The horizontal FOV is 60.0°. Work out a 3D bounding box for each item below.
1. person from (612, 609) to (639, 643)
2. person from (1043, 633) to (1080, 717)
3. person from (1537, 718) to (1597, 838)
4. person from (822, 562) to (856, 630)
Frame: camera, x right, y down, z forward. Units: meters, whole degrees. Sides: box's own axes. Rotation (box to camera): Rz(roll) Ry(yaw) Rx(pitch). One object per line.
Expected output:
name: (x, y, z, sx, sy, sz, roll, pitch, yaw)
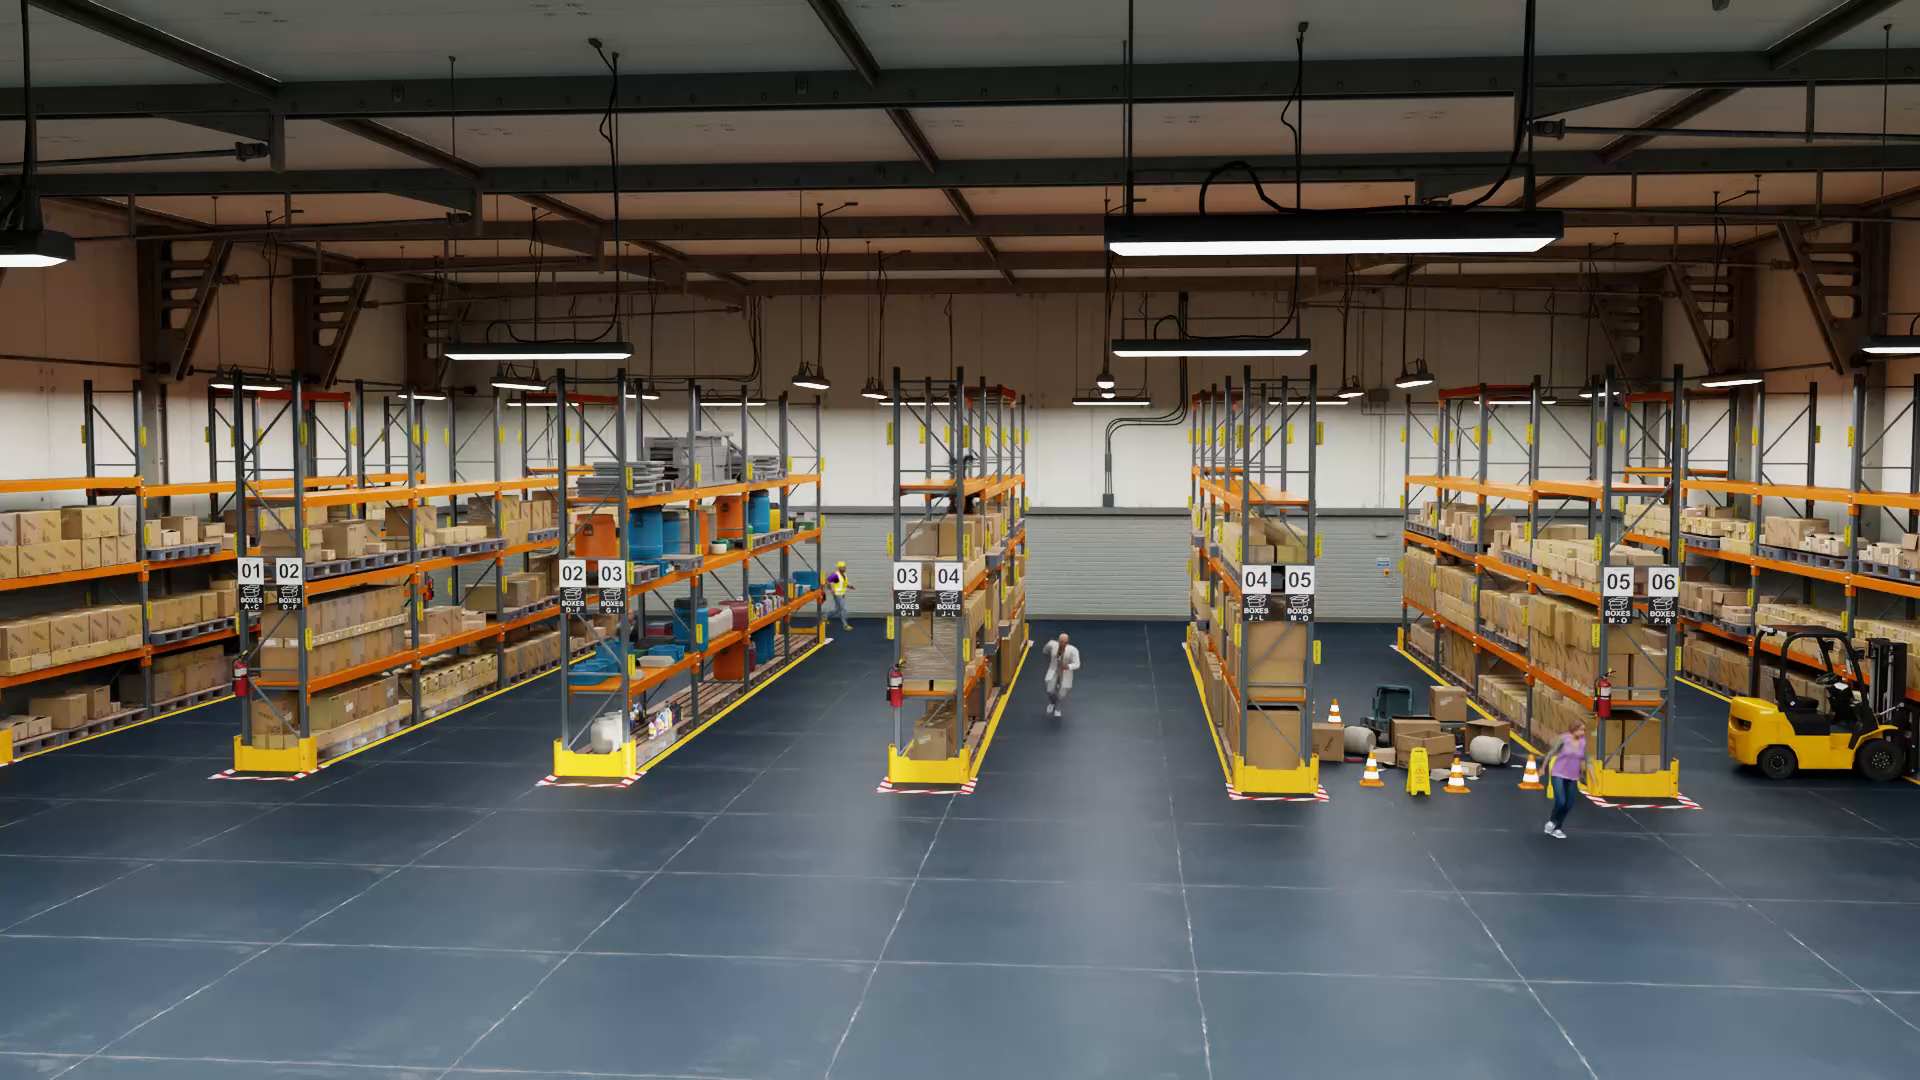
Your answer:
person: (-6.412, 2.174, 32.323, 0.674, 1.677, 0.622, 0, 4, -8)
person: (1.779, 2.389, 29.384, 0.716, 1.550, 1.075, 1, 4, 9)
person: (7.528, 2.951, 20.582, 0.543, 1.545, 0.606, -1, 4, -11)
person: (-3.197, 1.442, 43.258, 0.957, 1.763, 0.659, 1, 4, 21)
